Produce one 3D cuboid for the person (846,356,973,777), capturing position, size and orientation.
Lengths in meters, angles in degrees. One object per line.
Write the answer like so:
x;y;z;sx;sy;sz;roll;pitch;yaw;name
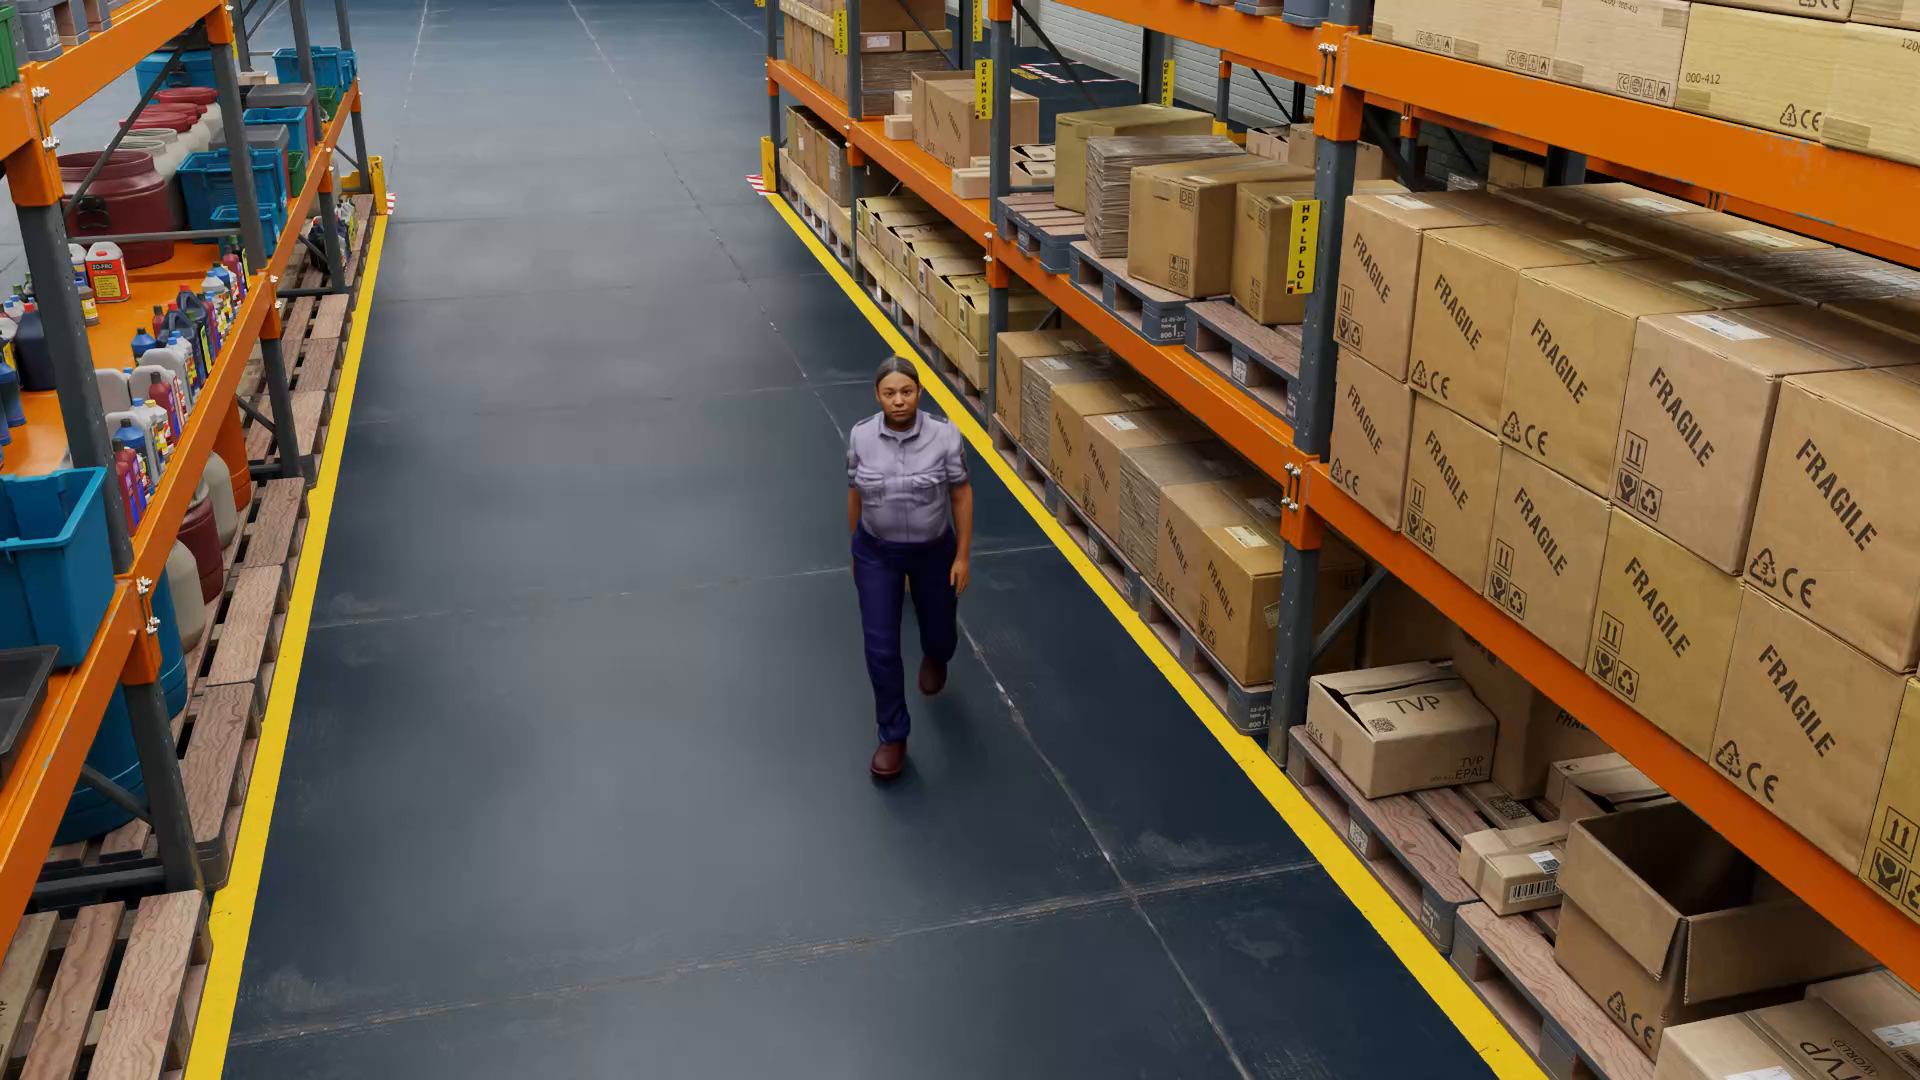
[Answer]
-0.191;0.034;6.506;0.488;1.611;0.821;1;23;2;person
